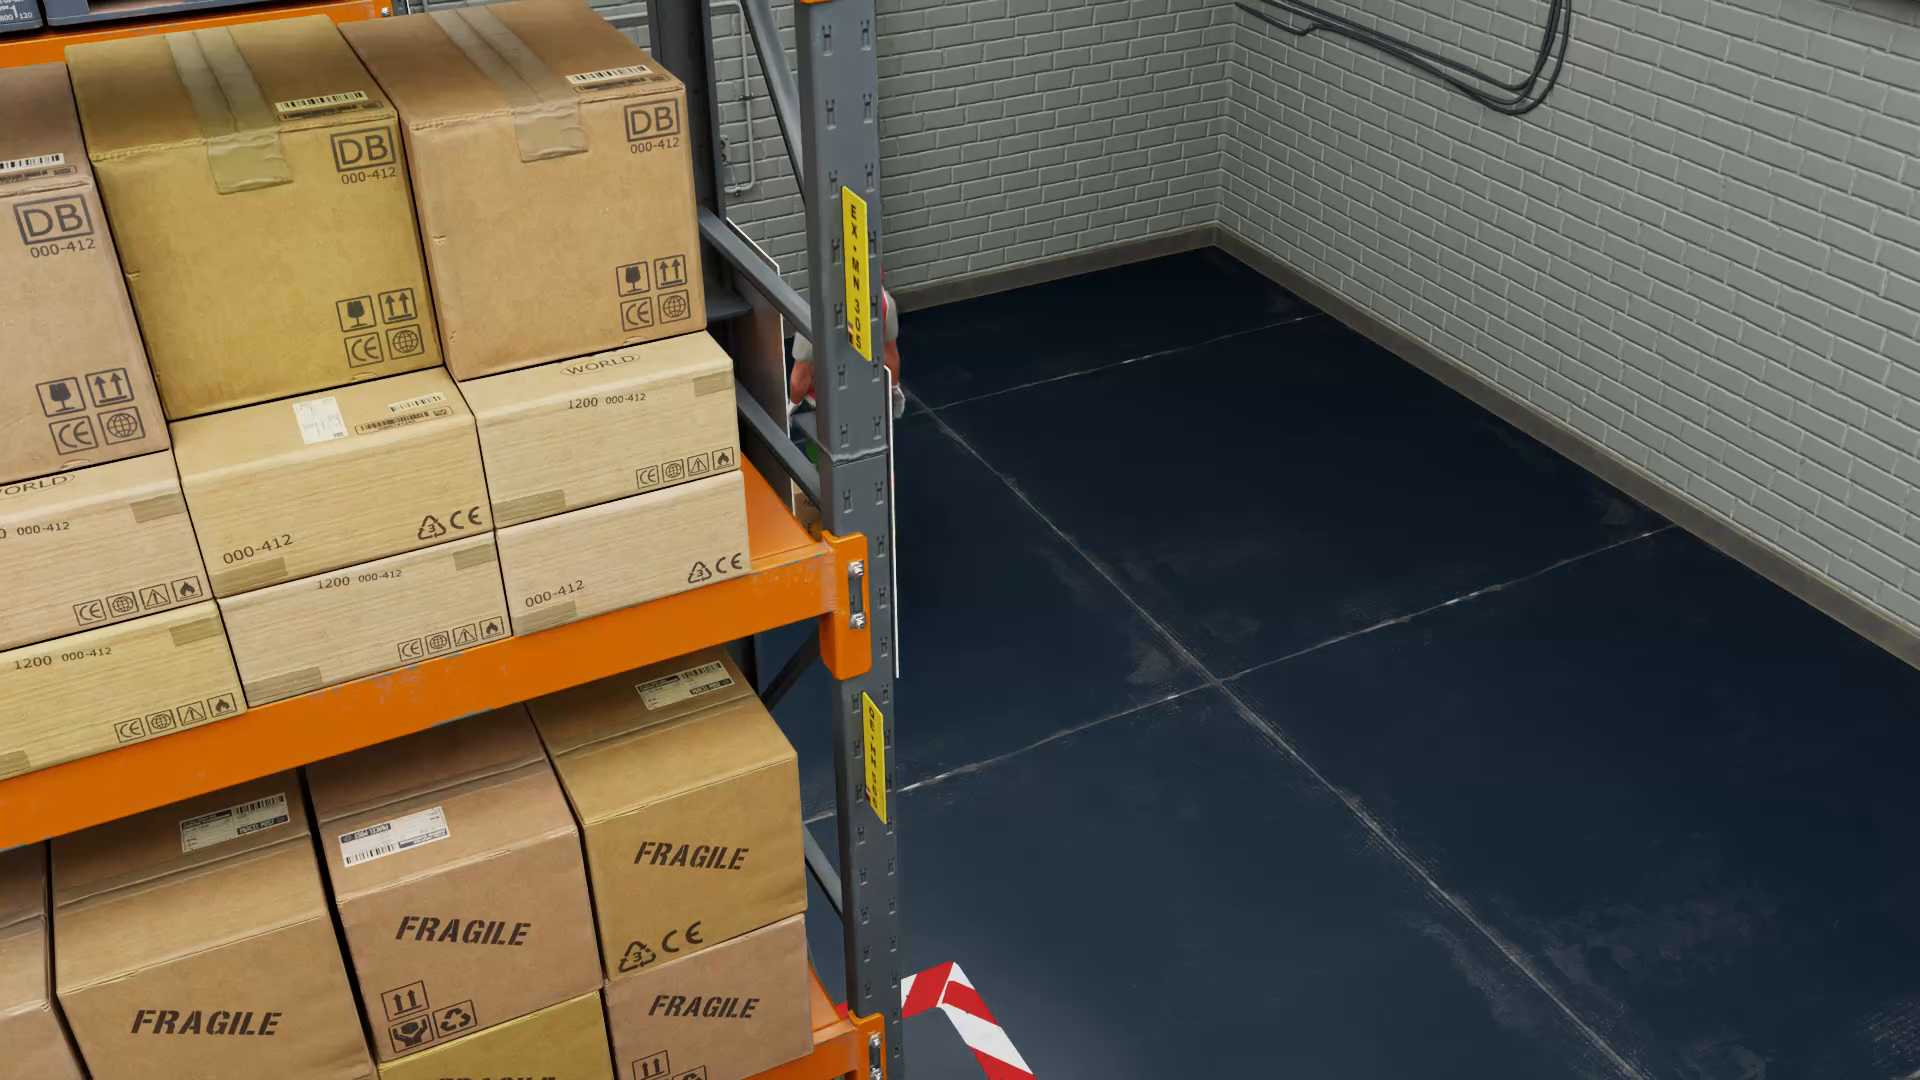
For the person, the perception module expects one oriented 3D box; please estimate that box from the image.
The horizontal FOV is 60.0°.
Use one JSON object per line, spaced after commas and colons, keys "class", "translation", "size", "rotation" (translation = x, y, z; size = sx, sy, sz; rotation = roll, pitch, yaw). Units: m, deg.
{"class": "person", "translation": [-0.583, -0.707, 8.167], "size": [0.598, 1.798, 0.496], "rotation": [-17, 36, -24]}
